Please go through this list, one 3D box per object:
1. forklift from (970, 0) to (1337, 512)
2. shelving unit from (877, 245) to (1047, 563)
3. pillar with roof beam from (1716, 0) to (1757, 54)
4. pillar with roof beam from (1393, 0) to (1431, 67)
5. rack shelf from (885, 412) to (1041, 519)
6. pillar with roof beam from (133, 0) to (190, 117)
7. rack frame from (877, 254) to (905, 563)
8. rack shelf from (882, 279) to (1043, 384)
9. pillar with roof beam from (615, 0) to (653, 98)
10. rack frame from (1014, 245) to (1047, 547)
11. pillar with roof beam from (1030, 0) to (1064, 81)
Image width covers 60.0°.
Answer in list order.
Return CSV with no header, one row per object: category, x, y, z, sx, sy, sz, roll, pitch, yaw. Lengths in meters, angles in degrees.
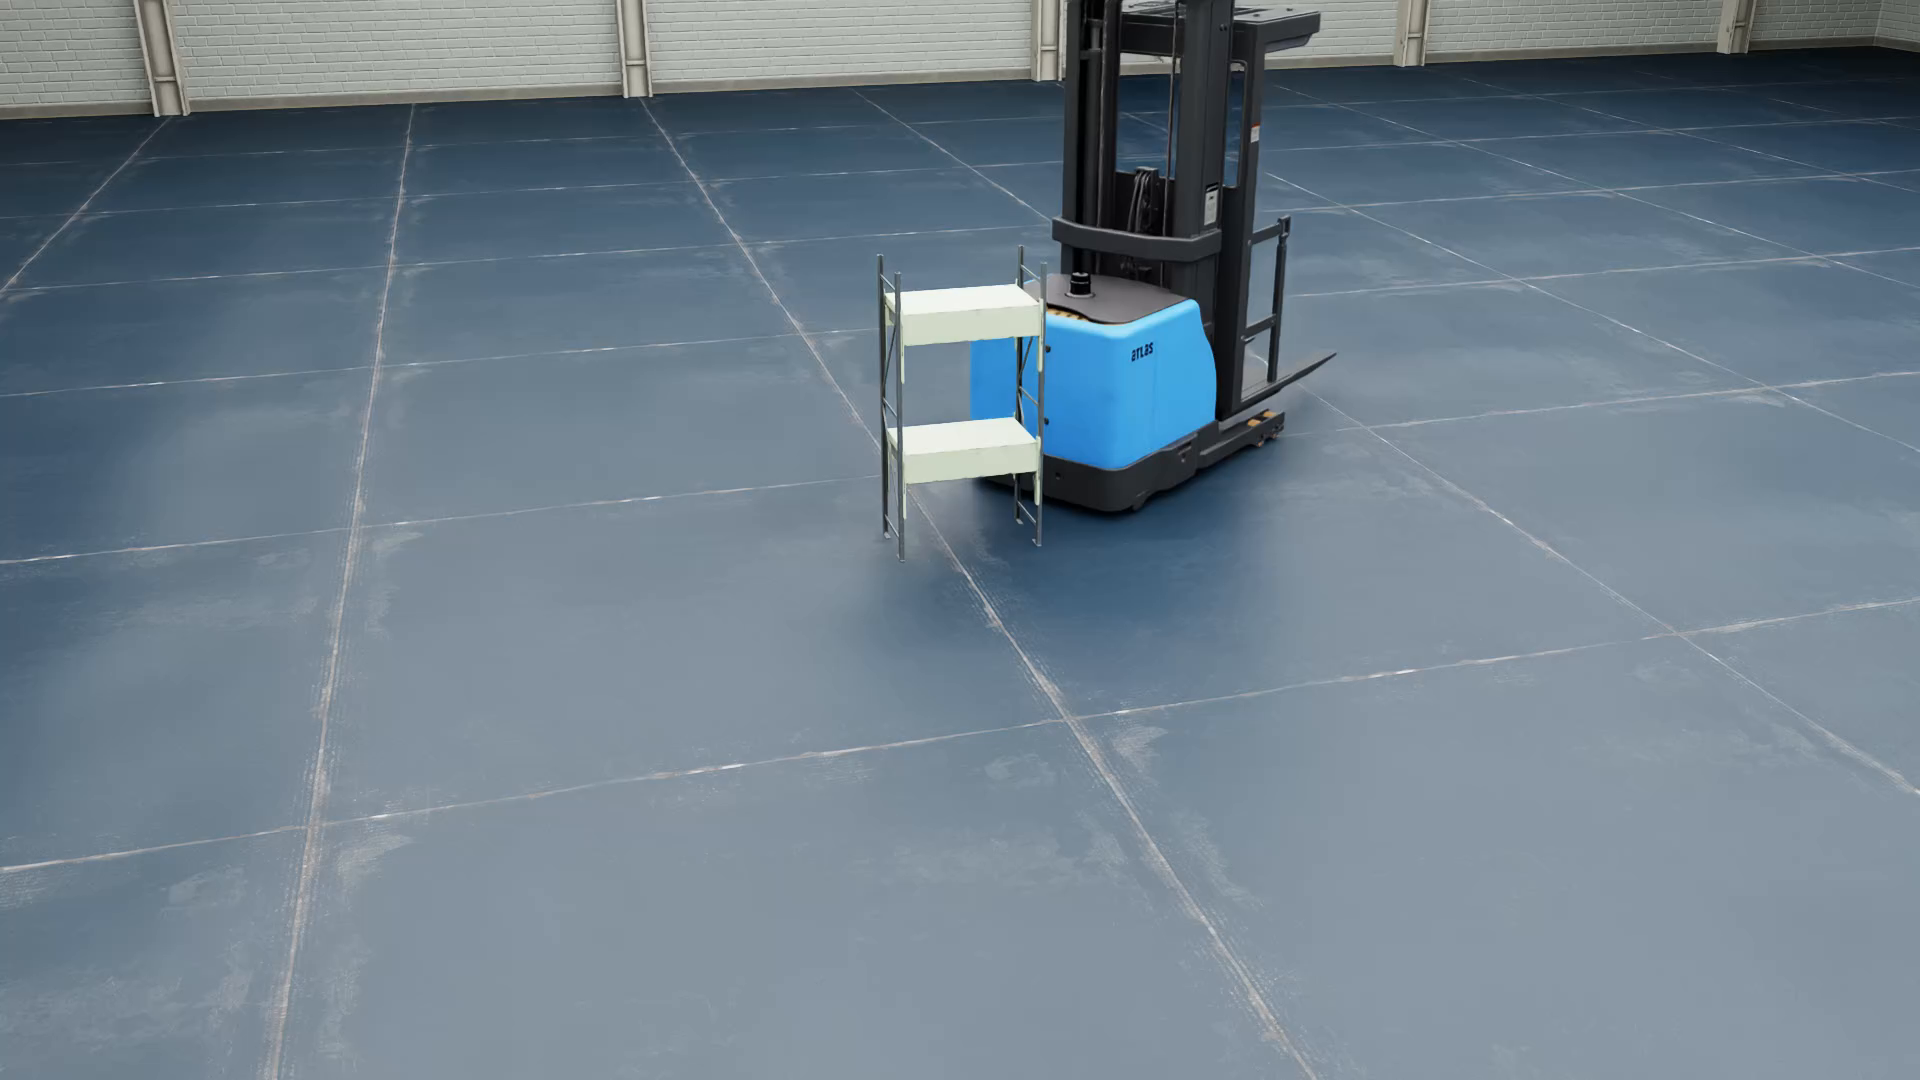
forklift,1.337,-2.014,9.726,1.130,2.935,3.031,17,28,34
shelving unit,0.006,-0.690,8.456,0.755,1.500,0.431,-6,24,-14
pillar with roof beam,13.995,-10.617,22.080,0.400,9.000,9.100,-6,24,-14
pillar with roof beam,8.218,-9.978,20.591,0.400,9.000,9.100,-6,24,-14
rack shelf,0.006,-0.390,8.584,0.720,0.370,0.431,-6,24,-14
pillar with roof beam,-9.113,-8.060,16.123,0.400,9.000,9.100,-6,24,-14
rack frame,-0.346,-0.651,8.365,0.023,1.500,0.400,-6,24,-14
rack shelf,0.006,-1.049,8.302,0.720,0.370,0.431,-6,24,-14
pillar with roof beam,-3.336,-8.699,17.612,0.400,9.000,9.100,-6,24,-14
rack frame,0.359,-0.729,8.547,0.023,1.500,0.400,-6,24,-14
pillar with roof beam,2.441,-9.338,19.102,0.400,9.000,9.100,-6,24,-14
